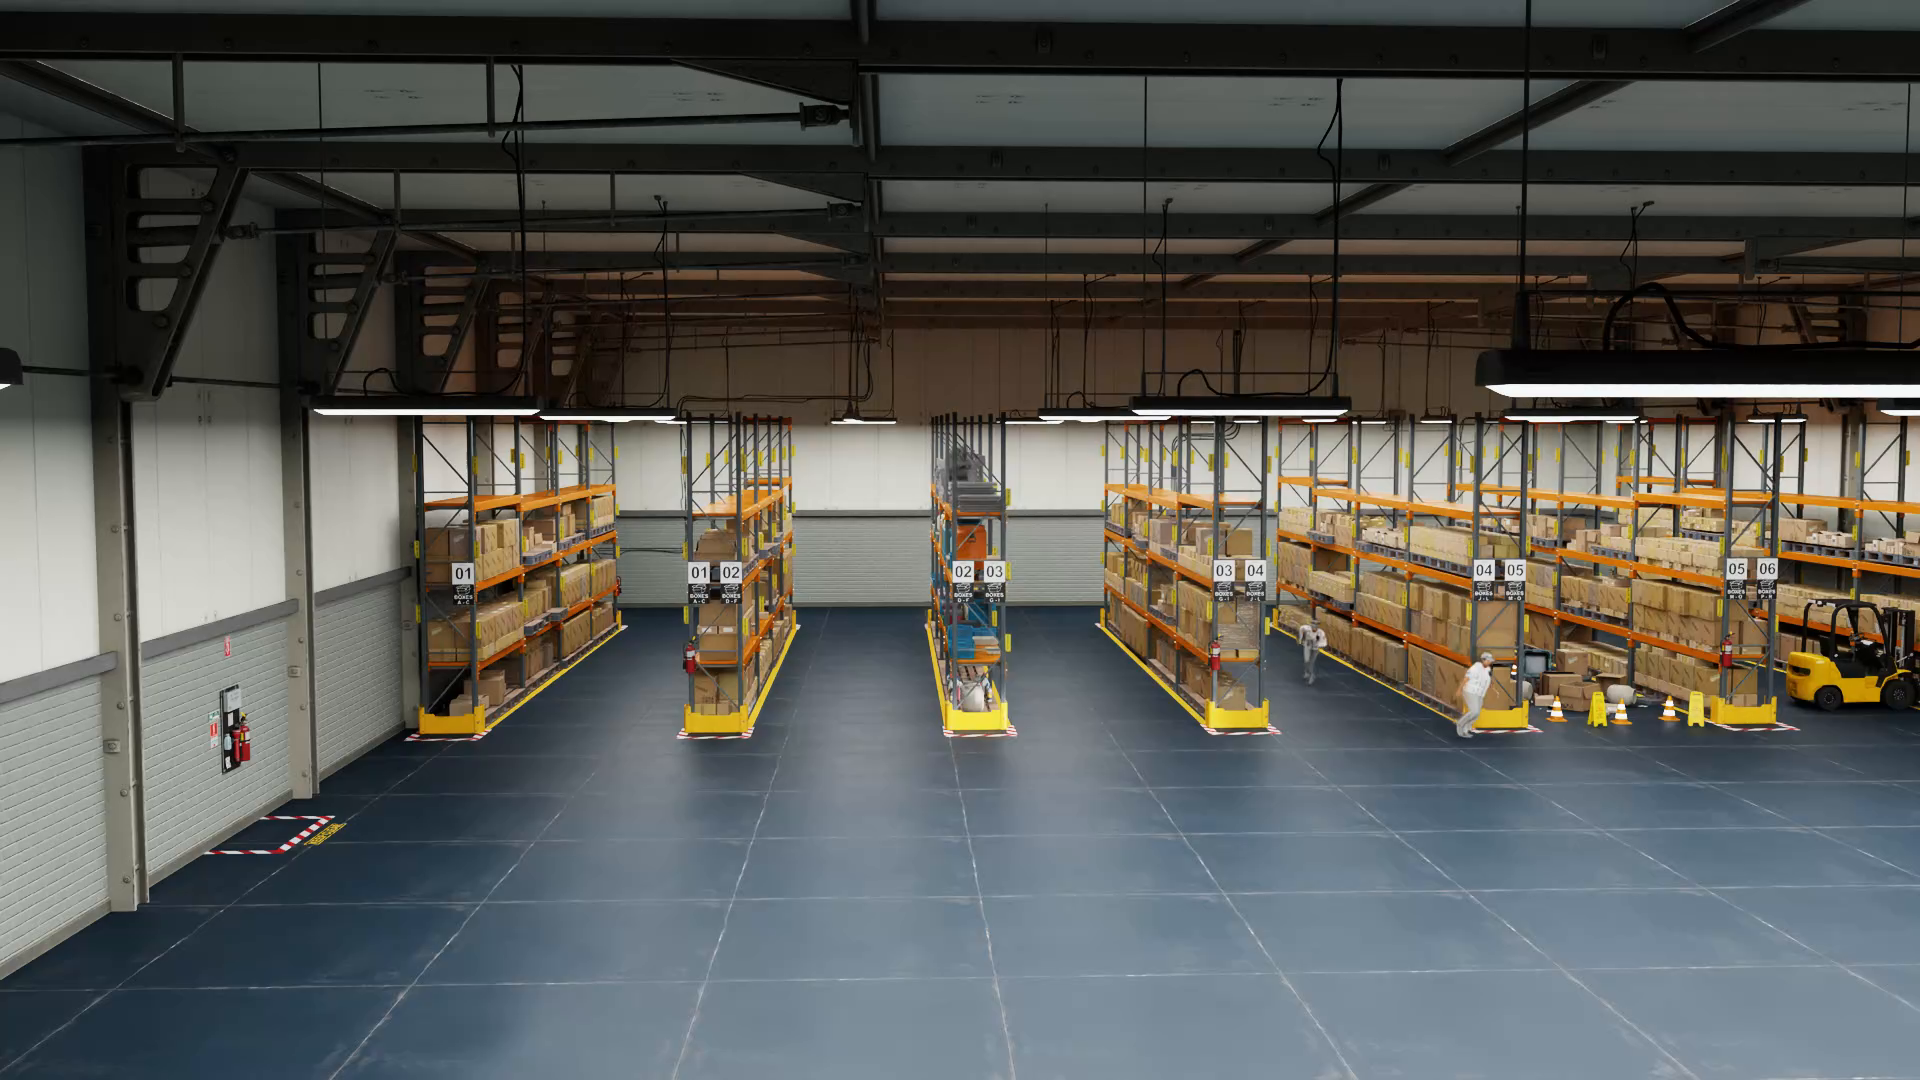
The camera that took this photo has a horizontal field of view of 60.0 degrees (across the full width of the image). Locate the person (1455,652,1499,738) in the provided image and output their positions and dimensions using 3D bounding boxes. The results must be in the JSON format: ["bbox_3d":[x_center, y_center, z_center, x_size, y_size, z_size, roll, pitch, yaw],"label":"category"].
[{"bbox_3d":[9.526,2.851,30.558,0.613,1.586,0.691,-3,5,-35],"label":"person"}]

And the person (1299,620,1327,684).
[{"bbox_3d":[7.903,2.479,37.284,0.592,1.460,1.095,1,4,8],"label":"person"}]

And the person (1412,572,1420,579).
[{"bbox_3d":[13.484,1.603,49.307,0.886,1.526,0.545,-1,4,-11],"label":"person"}]
